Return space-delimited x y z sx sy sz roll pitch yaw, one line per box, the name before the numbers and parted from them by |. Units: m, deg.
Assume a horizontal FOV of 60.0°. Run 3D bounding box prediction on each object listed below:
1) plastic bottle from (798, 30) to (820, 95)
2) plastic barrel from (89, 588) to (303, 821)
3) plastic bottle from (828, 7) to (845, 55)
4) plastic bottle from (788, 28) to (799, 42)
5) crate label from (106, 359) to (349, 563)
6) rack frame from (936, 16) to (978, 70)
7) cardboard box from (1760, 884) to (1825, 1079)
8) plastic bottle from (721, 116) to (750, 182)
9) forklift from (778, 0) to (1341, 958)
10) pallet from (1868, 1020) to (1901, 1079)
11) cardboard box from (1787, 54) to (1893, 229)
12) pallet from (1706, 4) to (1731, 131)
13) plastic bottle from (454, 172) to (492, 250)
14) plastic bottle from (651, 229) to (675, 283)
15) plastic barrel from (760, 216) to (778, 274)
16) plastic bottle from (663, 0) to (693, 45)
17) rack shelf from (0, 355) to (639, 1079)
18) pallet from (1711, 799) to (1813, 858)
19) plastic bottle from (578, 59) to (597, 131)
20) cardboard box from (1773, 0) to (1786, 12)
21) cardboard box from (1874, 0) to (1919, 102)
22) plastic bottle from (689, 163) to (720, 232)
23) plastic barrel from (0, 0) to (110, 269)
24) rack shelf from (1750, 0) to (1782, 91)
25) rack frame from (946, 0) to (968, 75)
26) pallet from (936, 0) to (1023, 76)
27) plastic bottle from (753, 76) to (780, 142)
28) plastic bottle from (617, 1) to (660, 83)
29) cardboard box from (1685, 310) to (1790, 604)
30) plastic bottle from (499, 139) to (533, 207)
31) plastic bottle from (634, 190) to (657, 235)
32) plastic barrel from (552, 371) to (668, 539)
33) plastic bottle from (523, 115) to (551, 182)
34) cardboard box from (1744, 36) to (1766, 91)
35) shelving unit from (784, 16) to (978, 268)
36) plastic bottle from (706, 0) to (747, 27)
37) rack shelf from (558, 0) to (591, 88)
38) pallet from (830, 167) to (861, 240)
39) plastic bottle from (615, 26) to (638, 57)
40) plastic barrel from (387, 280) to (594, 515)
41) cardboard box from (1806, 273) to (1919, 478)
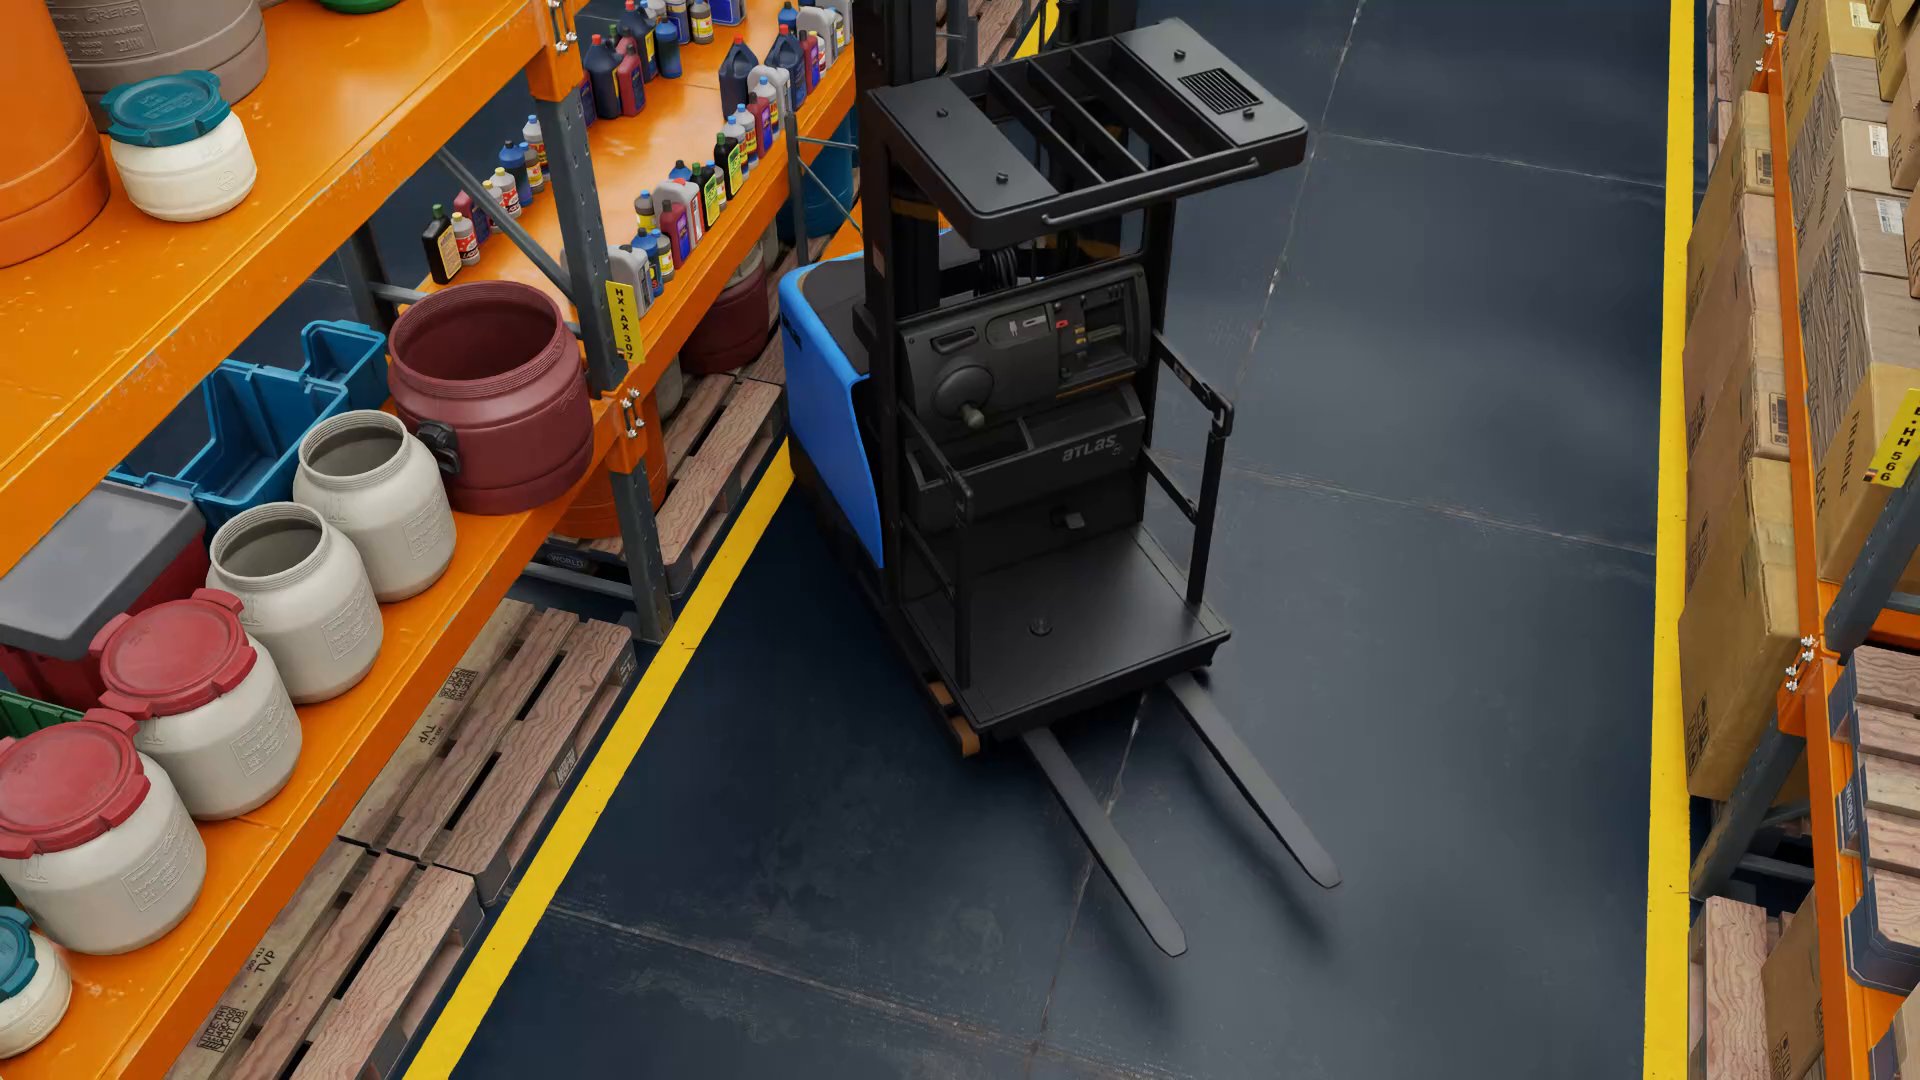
plastic bottle | -0.661 -2.095 7.228 0.061 0.283 0.133 13 46 13
plastic barrel | -2.020 0.460 4.437 0.433 0.535 0.433 0 44 0
plastic bottle | -0.573 -2.301 7.497 0.097 0.201 0.097 0 44 0
plastic bottle | -0.742 -2.095 7.237 0.097 0.271 0.097 0 44 0
crate label | -2.219 -0.197 5.180 0.502 0.435 0.616 13 46 13
rack frame | -0.156 -1.816 7.926 0.500 1.500 0.032 12 45 13
cardboard box | 2.876 1.447 4.998 0.700 0.500 0.500 10 45 10
plastic bottle | -0.910 -1.586 6.717 0.097 0.271 0.097 0 44 0
forklift | 0.339 -0.579 5.645 1.130 2.935 3.031 -19 47 -18
pallet | 2.500 1.657 3.448 1.003 0.211 1.213 13 46 13
cardboard box | 3.591 -1.520 6.486 0.500 0.500 0.500 12 46 12
pallet | 4.944 -2.716 9.773 1.003 0.211 1.213 13 46 12
plastic bottle | -1.874 -1.261 6.377 0.061 0.283 0.133 13 46 13
plastic bottle | -1.130 -1.074 6.244 0.097 0.201 0.097 0 44 0
plastic barrel | -1.101 -1.528 8.044 0.421 0.512 0.421 0 44 0
plastic bottle | -1.303 -2.411 7.557 0.152 0.276 0.135 13 46 13
rack shelf | -2.266 0.801 4.700 1.077 0.370 4.000 13 46 13
pallet | 3.371 0.747 6.235 1.003 0.211 1.213 13 46 13
plastic bottle | -1.598 -1.869 6.998 0.061 0.283 0.133 13 46 13
cardboard box | 4.052 -2.589 7.830 0.380 0.149 0.250 13 46 13
cardboard box | 3.867 -1.918 6.176 0.797 0.503 0.637 13 46 13
plastic bottle | -0.997 -1.355 6.473 0.061 0.283 0.133 13 46 13
plastic barrel | -2.314 -1.077 3.653 0.600 0.830 0.708 13 46 13
rack shelf | 4.877 -3.482 9.077 1.077 0.370 4.000 13 46 13
rack frame | -0.449 -3.455 8.535 1.000 3.000 0.127 13 46 13
pallet | -0.263 -2.957 10.020 1.003 0.211 1.213 13 46 13
plastic bottle | -0.810 -1.804 6.940 0.097 0.271 0.097 0 44 0
plastic bottle | -1.414 -2.203 7.290 0.144 0.351 0.185 13 46 13
cardboard box | 3.566 -0.179 6.406 1.225 0.875 0.875 13 46 13
plastic bottle | -1.763 -1.460 6.588 0.097 0.271 0.097 0 44 0
plastic bottle | -1.206 -1.260 6.434 0.097 0.201 0.097 0 44 0
plastic barrel | -1.528 -0.493 6.760 0.600 0.830 0.708 13 46 13
plastic bottle | -1.704 -1.589 6.721 0.097 0.271 0.097 0 44 0
cardboard box | 4.548 -2.220 8.492 0.875 0.875 0.875 13 46 13
shelving unit | -0.307 -1.485 7.584 0.587 1.500 1.083 12 45 13
plastic bottle | -1.088 -2.534 7.682 0.152 0.276 0.135 13 46 13
rack shelf | -1.055 -2.937 6.375 1.077 0.370 4.000 13 46 13
pallet | -0.722 -1.953 8.994 1.003 0.211 1.213 13 46 13
plastic bottle | -1.444 -2.068 7.201 0.061 0.283 0.133 13 46 13
plastic barrel | -1.512 -0.464 5.381 0.600 0.536 0.708 13 46 13
cardboard box | 3.130 -0.488 5.432 0.500 0.500 0.500 12 46 12
